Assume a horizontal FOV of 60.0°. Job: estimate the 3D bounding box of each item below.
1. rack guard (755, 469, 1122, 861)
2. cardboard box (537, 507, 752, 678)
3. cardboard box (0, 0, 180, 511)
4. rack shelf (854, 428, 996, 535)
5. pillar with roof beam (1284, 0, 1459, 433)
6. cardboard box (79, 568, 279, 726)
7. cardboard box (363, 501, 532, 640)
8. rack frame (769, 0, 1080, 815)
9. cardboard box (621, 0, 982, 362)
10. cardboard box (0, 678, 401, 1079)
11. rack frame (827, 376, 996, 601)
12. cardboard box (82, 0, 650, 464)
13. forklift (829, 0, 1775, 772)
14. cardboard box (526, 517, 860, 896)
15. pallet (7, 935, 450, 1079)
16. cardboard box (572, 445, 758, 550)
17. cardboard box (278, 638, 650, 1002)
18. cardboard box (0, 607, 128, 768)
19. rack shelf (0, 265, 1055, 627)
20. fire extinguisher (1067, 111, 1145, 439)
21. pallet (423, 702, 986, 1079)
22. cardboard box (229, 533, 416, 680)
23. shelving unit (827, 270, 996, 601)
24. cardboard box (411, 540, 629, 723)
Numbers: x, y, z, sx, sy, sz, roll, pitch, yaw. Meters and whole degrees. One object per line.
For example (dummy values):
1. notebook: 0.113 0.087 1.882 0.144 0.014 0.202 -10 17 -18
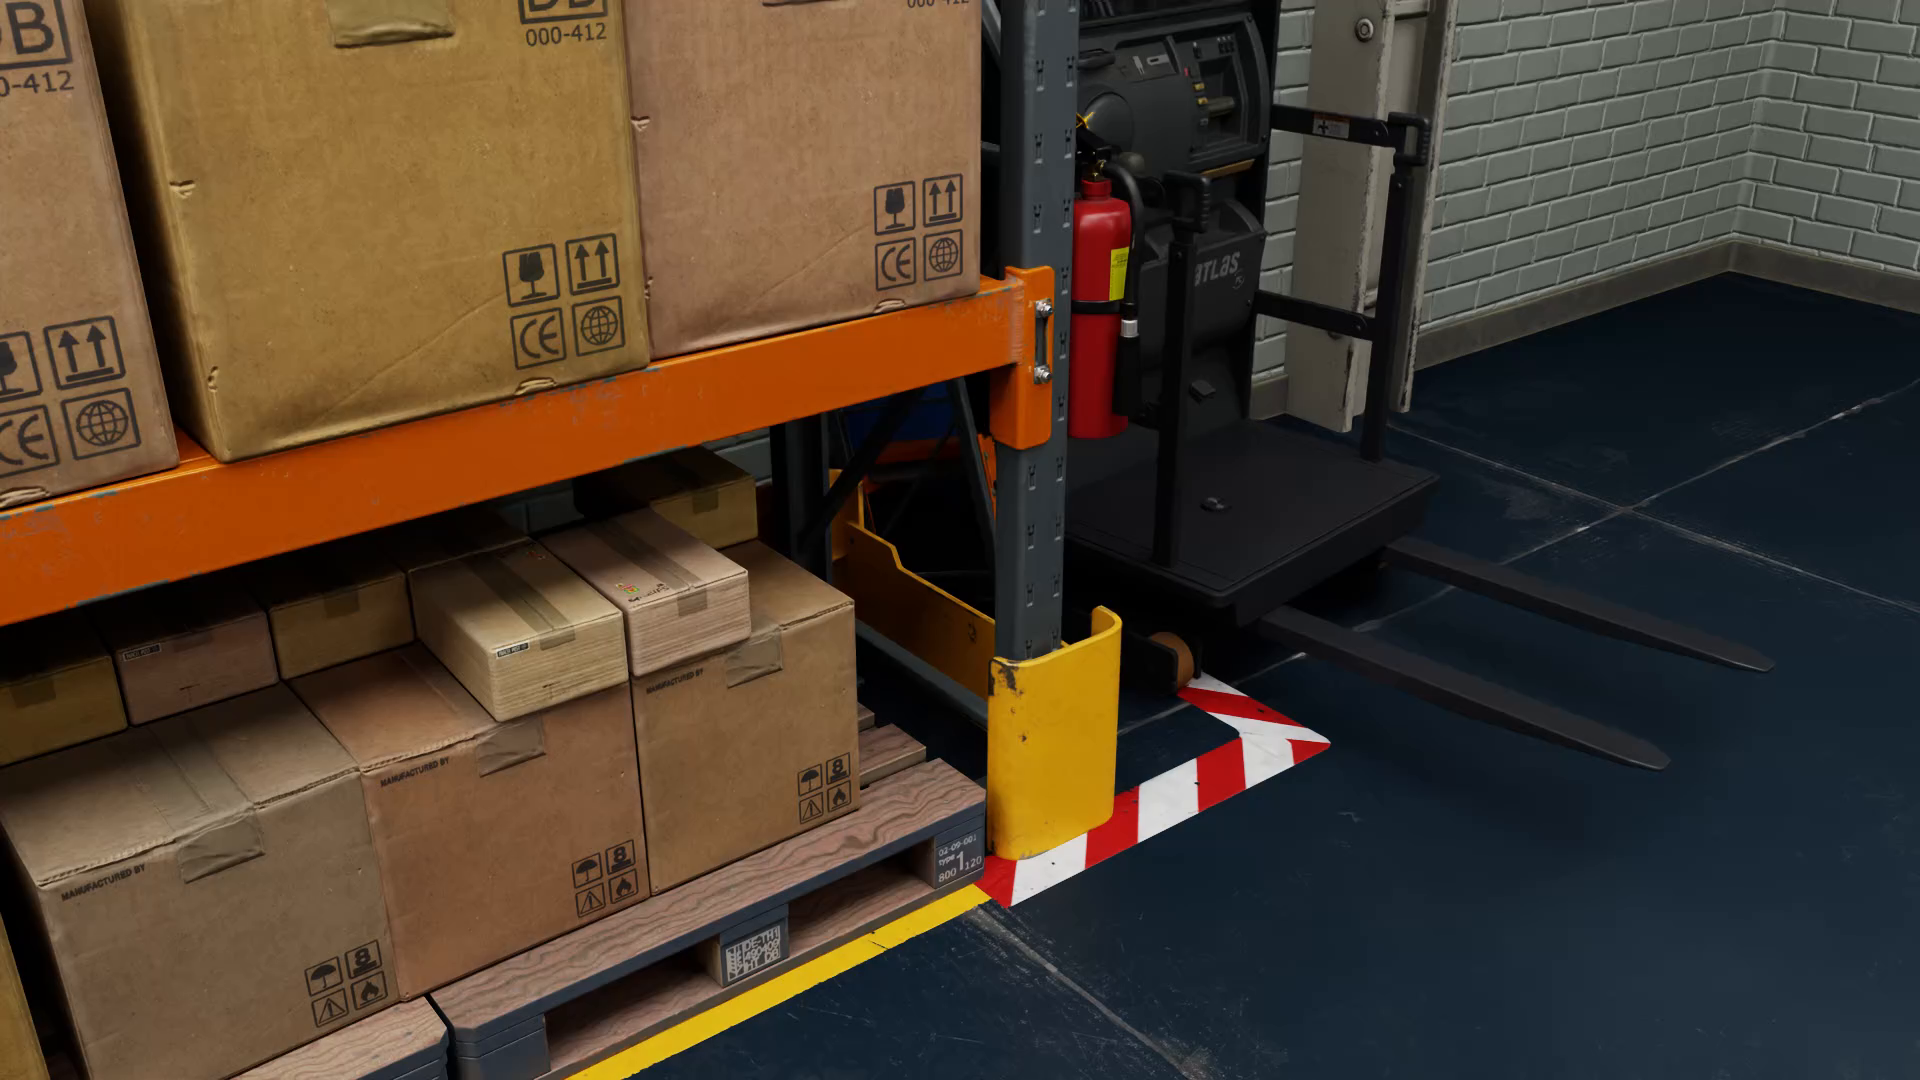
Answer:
1. rack guard: -0.111 0.261 4.093 0.348 0.500 1.175 -18 31 -34
2. cardboard box: -0.608 0.092 3.189 0.250 0.149 0.380 -19 31 -35
3. cardboard box: -1.697 -0.479 2.362 0.700 0.700 0.980 -20 32 -36
4. rack shelf: 0.179 -0.282 5.000 0.538 0.278 1.000 -4 15 39
5. pillar with roof beam: 4.117 -3.149 1.346 0.400 9.000 9.100 -18 31 -34
6. cardboard box: -1.440 0.162 3.037 0.250 0.149 0.380 -18 30 -33
7. cardboard box: -1.043 0.031 3.320 0.250 0.149 0.380 -18 30 -34
8. rack frame: -0.130 -0.866 3.553 0.127 3.000 1.000 -18 31 -34
9. cardboard box: -0.525 -0.866 3.197 0.700 0.700 0.980 -17 30 -32
10. cardboard box: -1.408 0.553 2.966 0.500 0.500 0.700 -19 31 -36
11. rack frame: -0.179 -0.366 4.571 0.500 1.125 0.032 -4 15 39
12. cardboard box: -1.091 -0.674 2.782 0.700 0.700 0.980 -19 31 -34
13. forklift: 0.678 -1.167 4.284 3.031 2.935 1.130 22 33 39
14. cardboard box: -0.619 0.292 3.528 0.500 0.500 0.700 -18 31 -34
15. pallet: -1.671 0.948 2.958 1.213 0.211 1.003 -18 31 -34
16. cardboard box: -0.644 -0.101 3.604 0.250 0.149 0.380 -18 30 -34
17. cardboard box: -1.013 0.422 3.248 0.500 0.500 0.700 -18 31 -34
18. cardboard box: -1.641 0.229 2.893 0.250 0.149 0.380 -18 30 -34
19. rack shelf: -1.704 -0.020 2.585 4.000 0.370 1.077 -18 31 -34
20. fire extinguisher: 0.273 -0.548 3.403 0.183 0.674 0.296 -18 31 -34
21. pallet: -0.711 0.632 3.637 1.213 0.211 1.003 -18 31 -34
22. cardboard box: -1.240 0.096 3.180 0.250 0.149 0.380 -18 30 -34
23. shelving unit: 0.124 -0.516 4.951 0.538 1.125 1.048 -4 15 39
24. cardboard box: -0.809 0.158 3.046 0.250 0.149 0.380 -17 30 -33
